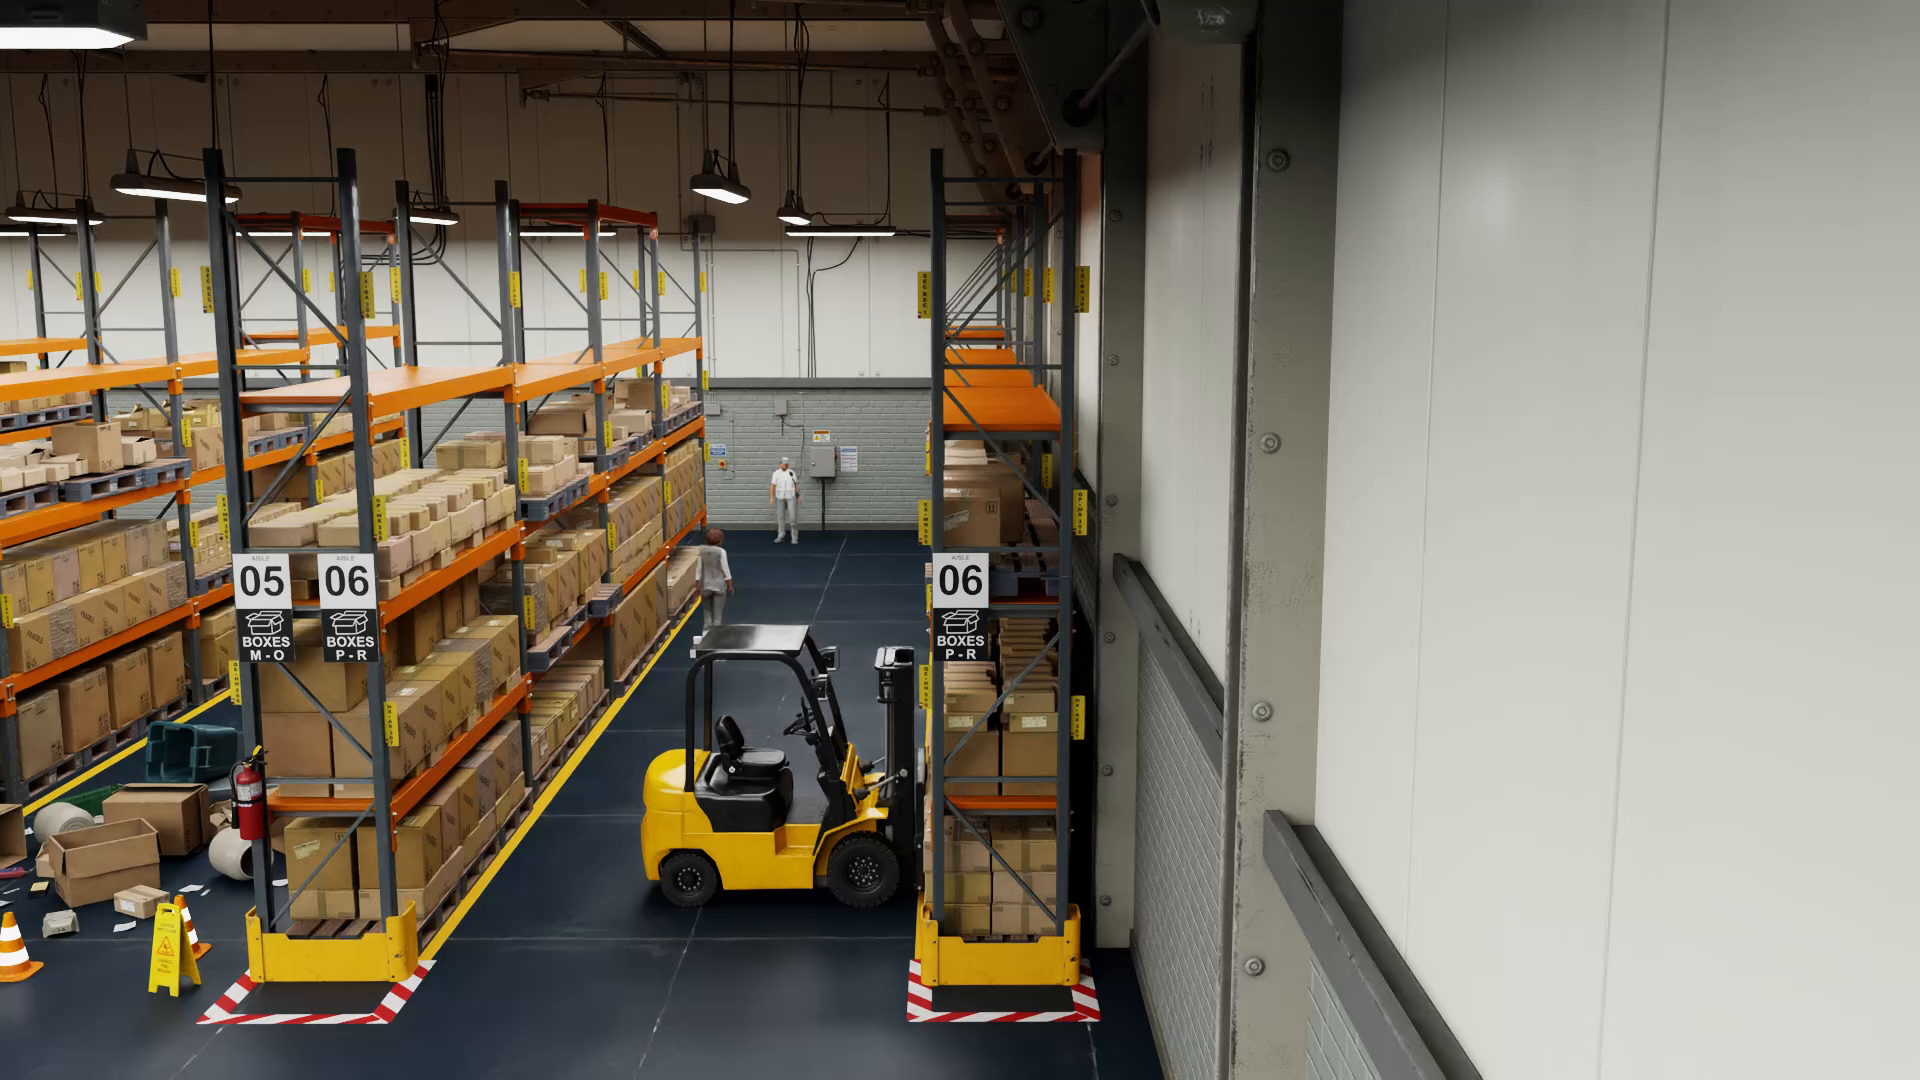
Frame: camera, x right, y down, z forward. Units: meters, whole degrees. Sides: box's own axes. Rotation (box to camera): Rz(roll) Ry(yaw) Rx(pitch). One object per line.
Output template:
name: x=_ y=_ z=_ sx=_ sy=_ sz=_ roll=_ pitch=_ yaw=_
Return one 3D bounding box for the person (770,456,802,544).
person: x=-3.365 y=-0.752 z=32.081 sx=0.569 sy=1.717 sz=0.505 roll=2 pitch=9 yaw=12

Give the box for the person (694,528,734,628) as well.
person: x=-3.178 y=0.688 z=21.428 sx=0.490 sy=1.659 sz=0.500 roll=0 pitch=9 yaw=-1
